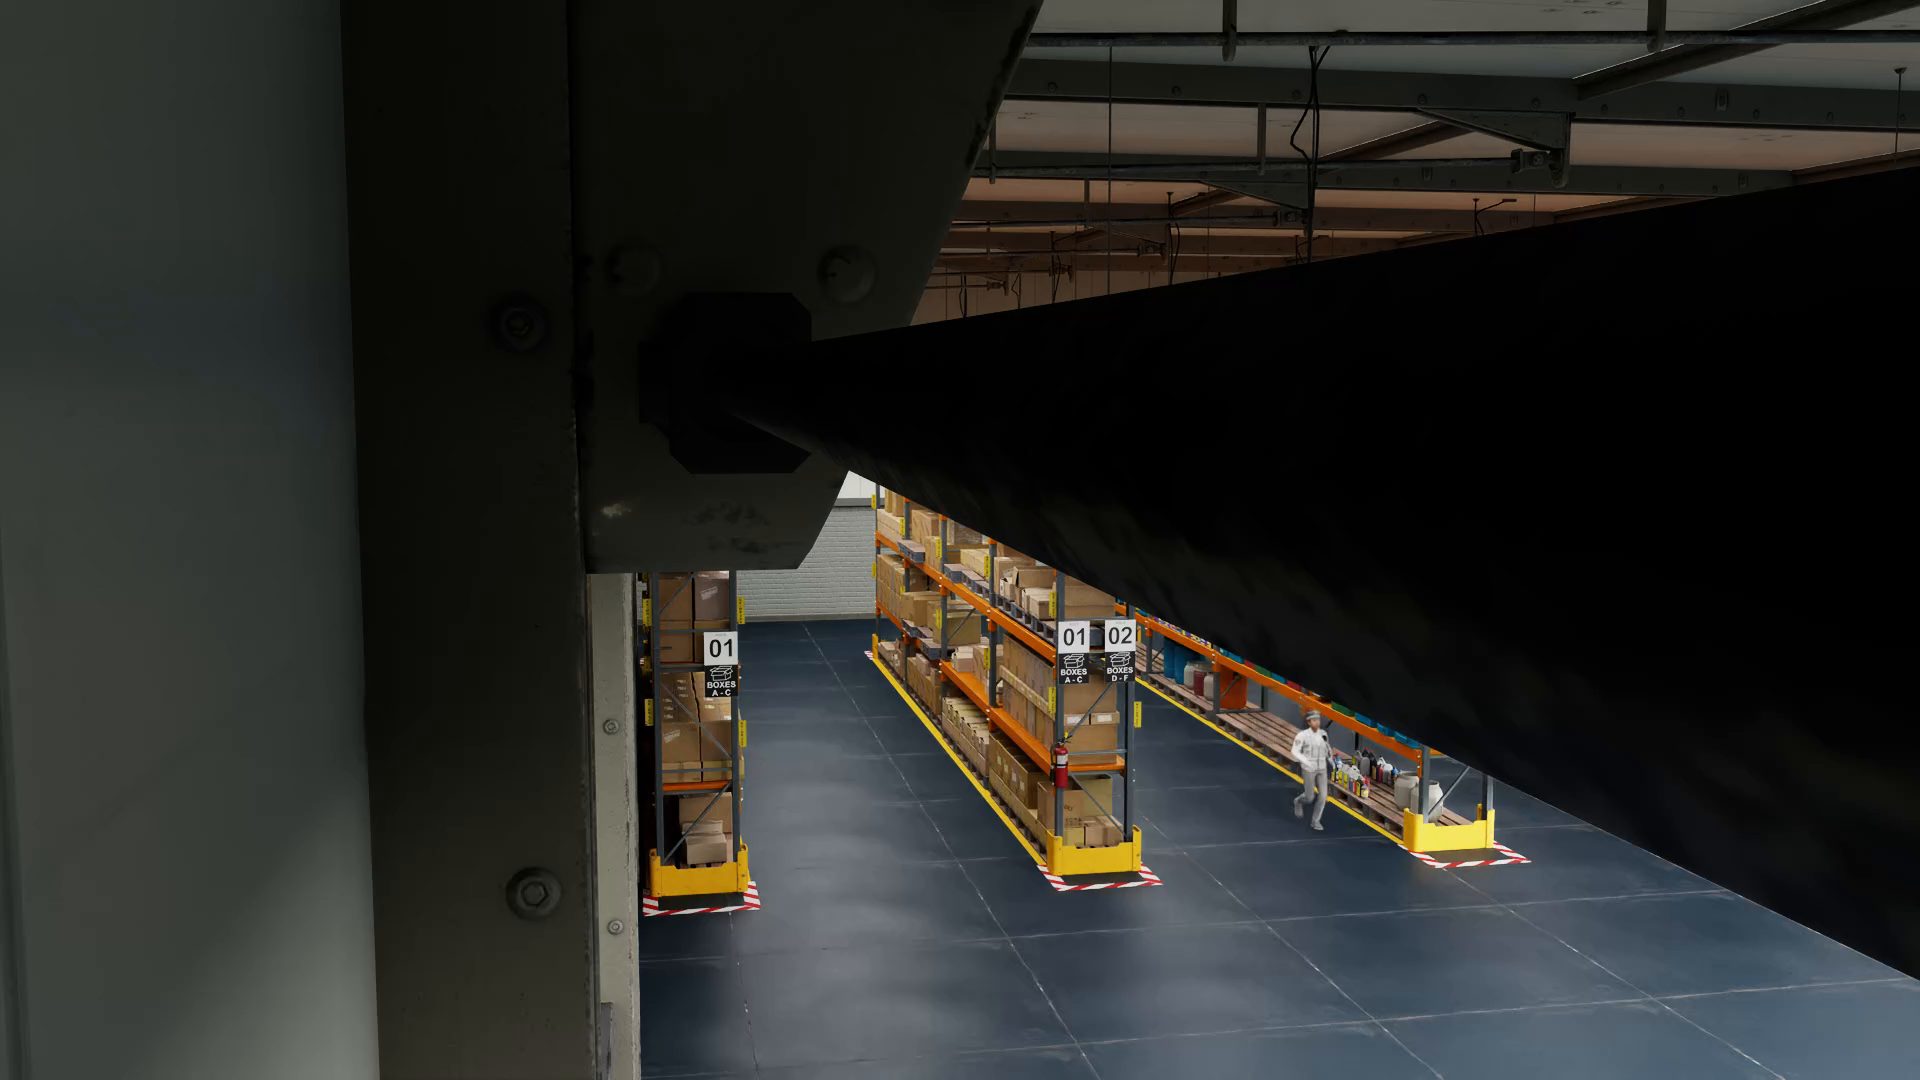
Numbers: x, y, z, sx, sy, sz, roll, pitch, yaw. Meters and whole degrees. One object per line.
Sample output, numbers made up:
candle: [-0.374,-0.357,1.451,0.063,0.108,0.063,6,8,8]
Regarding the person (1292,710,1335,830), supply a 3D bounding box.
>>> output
person: [4.884,3.149,23.004,0.617,1.648,0.596,-2,6,-15]
